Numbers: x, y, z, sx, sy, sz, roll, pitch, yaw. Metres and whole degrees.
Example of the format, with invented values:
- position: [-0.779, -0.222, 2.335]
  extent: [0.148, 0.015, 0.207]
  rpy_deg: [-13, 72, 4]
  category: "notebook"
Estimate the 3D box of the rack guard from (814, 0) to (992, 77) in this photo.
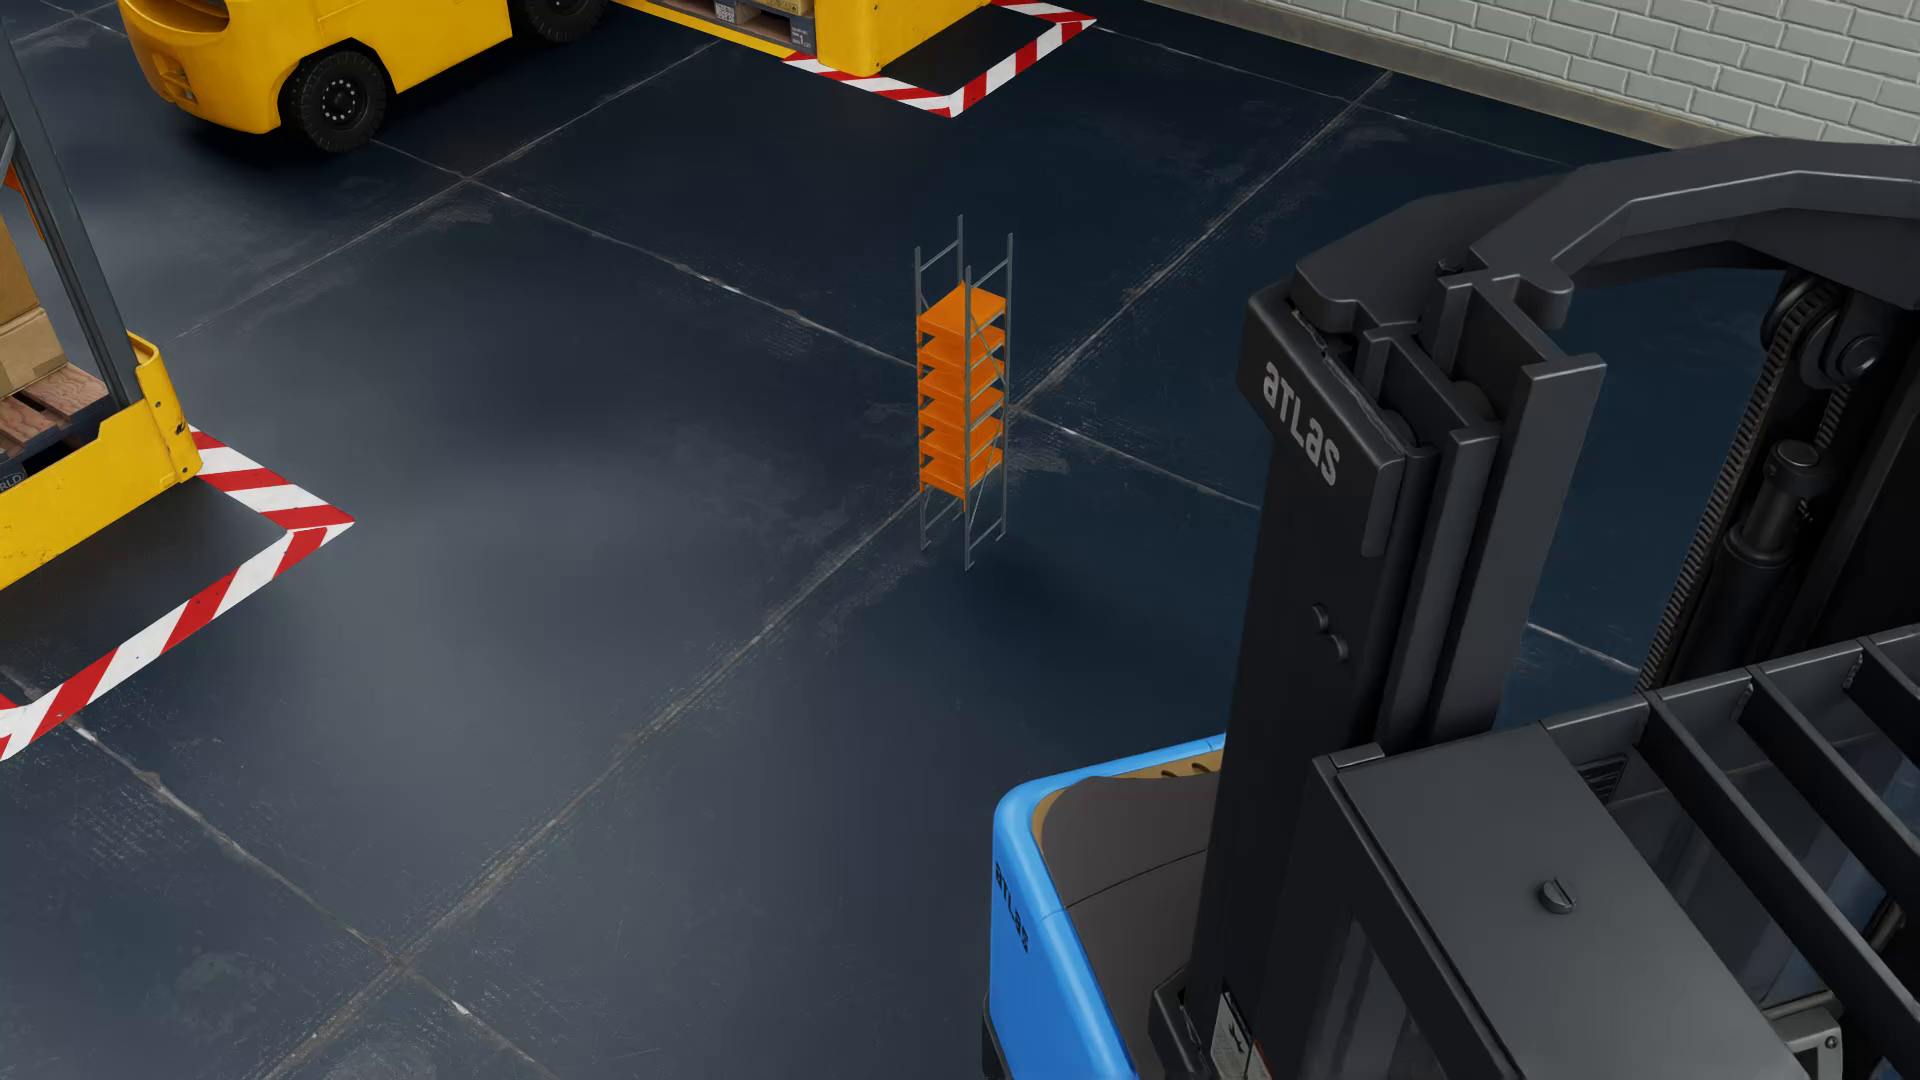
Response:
- position: [-0.277, -2.878, 8.592]
  extent: [0.348, 0.500, 1.175]
  rpy_deg: [25, 48, 25]
  category: "rack guard"

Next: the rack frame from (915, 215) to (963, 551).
- position: [-0.063, -0.477, 5.383]
  extent: [0.006, 1.200, 0.240]
  rpy_deg: [25, 48, 25]
  category: "rack frame"

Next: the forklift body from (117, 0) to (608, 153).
- position: [-2.896, -3.233, 7.750]
  extent: [1.214, 2.155, 2.313]
  rpy_deg: [25, 48, 25]
  category: "forklift body"

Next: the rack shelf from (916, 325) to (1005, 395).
- position: [0.012, -0.587, 5.213]
  extent: [0.180, 0.103, 0.258]
  rpy_deg: [25, 48, 25]
  category: "rack shelf"

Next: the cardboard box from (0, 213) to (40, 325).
- position: [-3.665, -0.988, 5.789]
  extent: [0.500, 0.500, 0.500]
  rpy_deg: [24, 47, 24]
  category: "cardboard box"

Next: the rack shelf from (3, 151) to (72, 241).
- position: [-4.781, -1.605, 5.834]
  extent: [4.000, 0.370, 1.077]
  rpy_deg: [25, 48, 25]
  category: "rack shelf"

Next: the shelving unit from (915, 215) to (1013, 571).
- position: [0.012, -0.442, 5.344]
  extent: [0.189, 1.200, 0.258]
  rpy_deg: [25, 48, 25]
  category: "shelving unit"

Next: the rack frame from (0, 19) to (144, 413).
- position: [-3.143, -1.108, 4.738]
  extent: [0.127, 3.000, 1.000]
  rpy_deg: [25, 48, 25]
  category: "rack frame"

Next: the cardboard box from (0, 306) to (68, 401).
- position: [-3.645, -0.699, 6.029]
  extent: [0.500, 0.250, 0.500]
  rpy_deg: [25, 47, 25]
  category: "cardboard box"

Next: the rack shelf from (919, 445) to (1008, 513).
- position: [0.012, -0.230, 5.533]
  extent: [0.180, 0.103, 0.258]
  rpy_deg: [25, 48, 25]
  category: "rack shelf"

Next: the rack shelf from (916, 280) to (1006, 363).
- position: [0.012, -0.677, 5.133]
  extent: [0.180, 0.103, 0.258]
  rpy_deg: [25, 48, 25]
  category: "rack shelf"

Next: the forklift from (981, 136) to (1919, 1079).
- position: [0.980, 1.083, 2.342]
  extent: [1.130, 2.935, 3.031]
  rpy_deg: [-12, 43, -13]
  category: "forklift"

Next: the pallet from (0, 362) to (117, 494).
- position: [-3.850, -0.428, 6.070]
  extent: [1.213, 0.211, 1.003]
  rpy_deg: [25, 48, 25]
  category: "pallet"

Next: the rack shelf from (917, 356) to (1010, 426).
- position: [0.012, -0.498, 5.293]
  extent: [0.180, 0.103, 0.258]
  rpy_deg: [25, 48, 25]
  category: "rack shelf"

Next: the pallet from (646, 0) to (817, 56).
- position: [-0.946, -3.050, 9.000]
  extent: [1.213, 0.211, 1.003]
  rpy_deg: [25, 48, 25]
  category: "pallet"

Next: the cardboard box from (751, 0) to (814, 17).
- position: [-0.862, -2.958, 8.554]
  extent: [0.500, 0.250, 0.500]
  rpy_deg: [25, 48, 26]
  category: "cardboard box"

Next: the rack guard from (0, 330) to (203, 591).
- position: [-3.205, -0.205, 5.604]
  extent: [0.348, 0.500, 1.175]
  rpy_deg: [25, 48, 25]
  category: "rack guard"

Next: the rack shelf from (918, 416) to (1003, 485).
- position: [0.012, -0.319, 5.453]
  extent: [0.180, 0.103, 0.258]
  rpy_deg: [25, 48, 25]
  category: "rack shelf"

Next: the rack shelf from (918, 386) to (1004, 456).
- position: [0.012, -0.408, 5.373]
  extent: [0.180, 0.103, 0.258]
  rpy_deg: [25, 48, 25]
  category: "rack shelf"

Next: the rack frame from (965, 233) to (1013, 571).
- position: [0.087, -0.407, 5.305]
  extent: [0.006, 1.200, 0.240]
  rpy_deg: [25, 48, 25]
  category: "rack frame"
